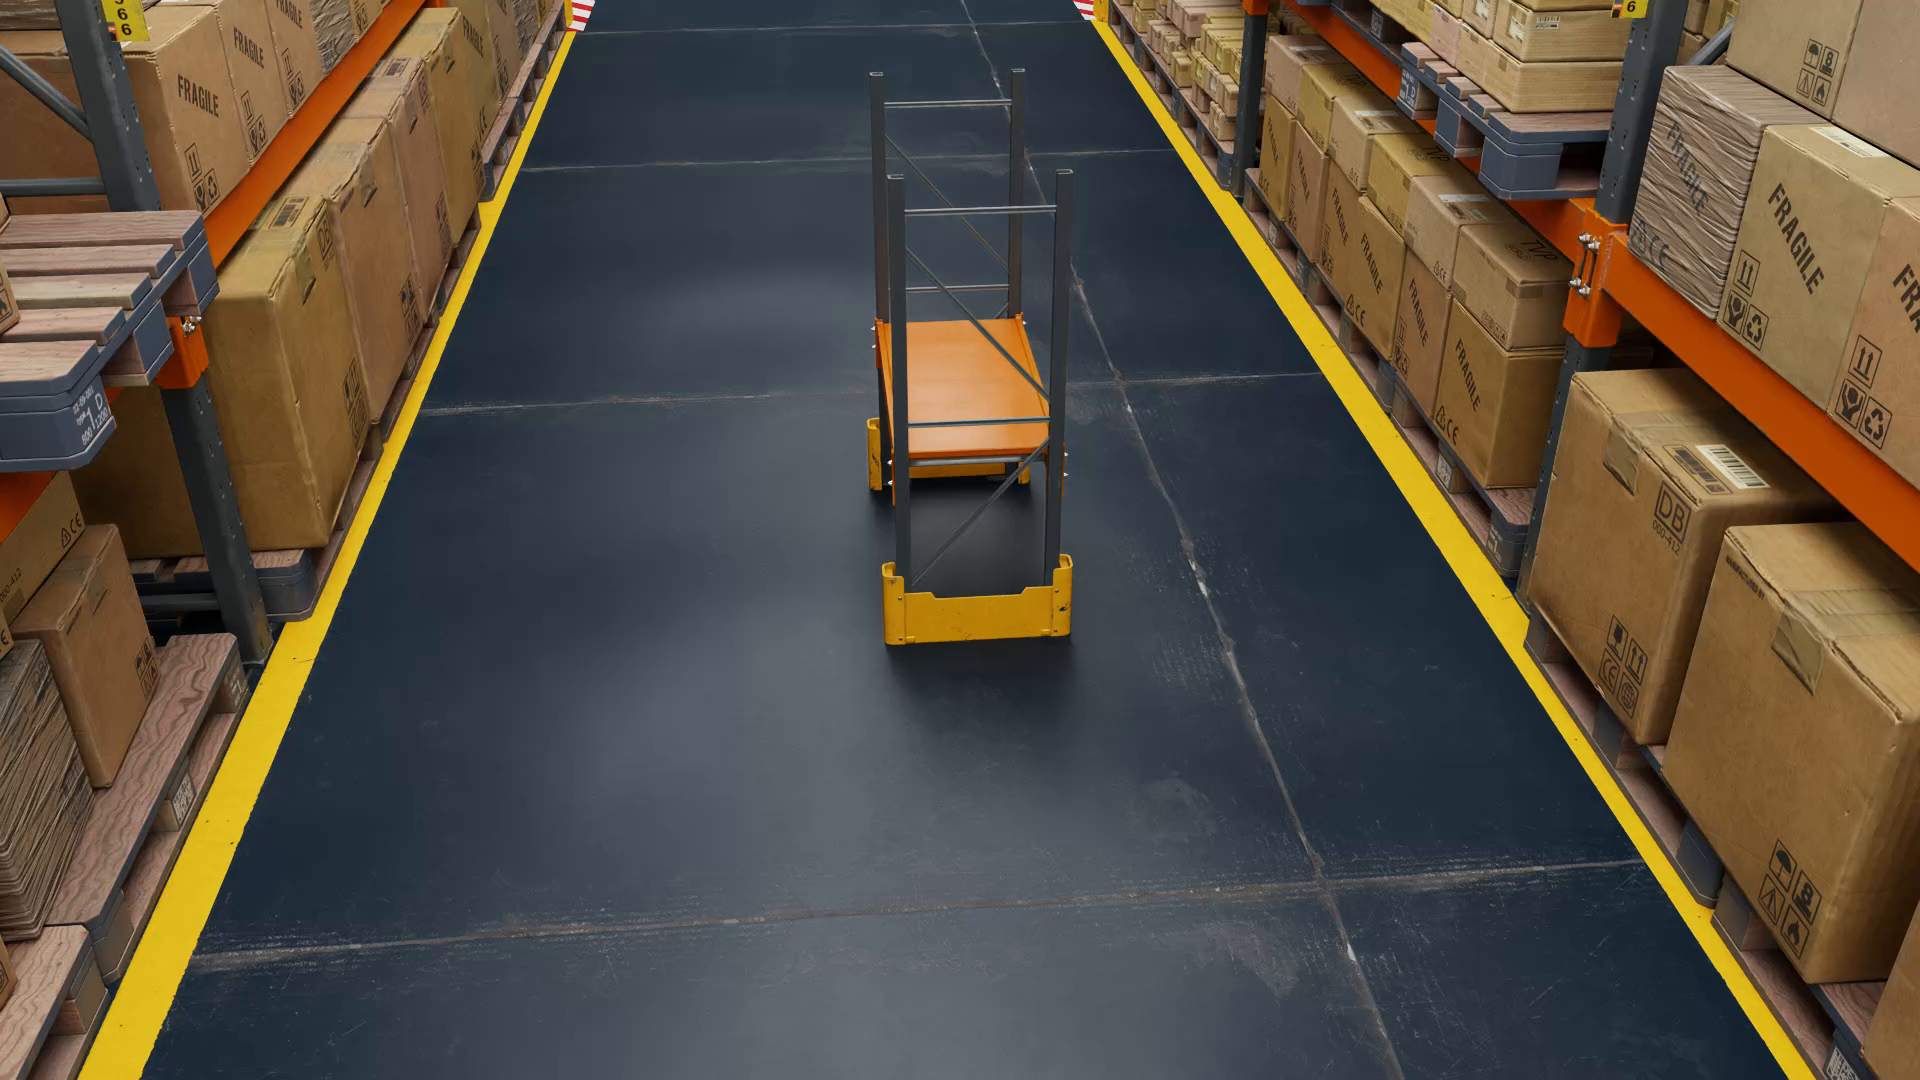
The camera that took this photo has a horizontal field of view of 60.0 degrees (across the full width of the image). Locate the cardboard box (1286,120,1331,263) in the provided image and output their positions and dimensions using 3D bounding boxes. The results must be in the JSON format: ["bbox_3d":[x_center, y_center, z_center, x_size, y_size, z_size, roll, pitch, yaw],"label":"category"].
[{"bbox_3d":[1.795,-1.581,7.499,0.500,0.500,0.500,-1,31,-2],"label":"cardboard box"}]

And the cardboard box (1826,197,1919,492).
[{"bbox_3d":[2.182,-0.375,3.355,0.500,0.500,0.500,-3,31,-5],"label":"cardboard box"}]

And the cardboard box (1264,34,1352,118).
[{"bbox_3d":[1.744,-2.173,7.759,0.500,0.250,0.500,-4,31,-7],"label":"cardboard box"}]

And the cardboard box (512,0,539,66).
[{"bbox_3d":[-3.158,-3.470,10.297,0.875,0.875,0.875,-3,31,-5],"label":"cardboard box"}]

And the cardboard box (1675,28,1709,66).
[{"bbox_3d":[2.446,-1.539,5.236,0.380,0.149,0.250,-1,31,-2],"label":"cardboard box"}]

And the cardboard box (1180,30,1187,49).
[{"bbox_3d":[1.538,-3.036,9.989,0.380,0.149,0.250,-4,31,-7],"label":"cardboard box"}]

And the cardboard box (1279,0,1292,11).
[{"bbox_3d":[2.084,-3.067,9.750,0.380,0.149,0.250,-2,31,-4],"label":"cardboard box"}]

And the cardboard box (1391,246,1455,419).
[{"bbox_3d":[1.946,-0.787,6.171,0.500,0.500,0.500,-2,31,-3],"label":"cardboard box"}]

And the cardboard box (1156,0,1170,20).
[{"bbox_3d":[1.474,-3.450,10.681,0.380,0.149,0.250,-4,31,-7],"label":"cardboard box"}]

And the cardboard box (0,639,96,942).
[{"bbox_3d":[-2.488,0.603,3.824,0.700,0.500,0.500,-5,31,-9],"label":"cardboard box"}]

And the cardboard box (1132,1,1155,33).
[{"bbox_3d":[1.346,-3.457,10.983,0.380,0.149,0.250,-2,31,-4],"label":"cardboard box"}]

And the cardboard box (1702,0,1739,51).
[{"bbox_3d":[2.467,-1.548,4.961,0.380,0.149,0.250,-1,31,-2],"label":"cardboard box"}]

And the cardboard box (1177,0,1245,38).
[{"bbox_3d":[1.489,-3.040,9.704,0.380,0.149,0.250,-4,31,-7],"label":"cardboard box"}]

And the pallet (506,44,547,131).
[{"bbox_3d":[-3.119,-2.767,10.176,1.003,0.211,1.213,-3,31,-5],"label":"pallet"}]

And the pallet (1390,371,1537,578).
[{"bbox_3d":[2.241,-0.293,6.035,1.003,0.211,1.213,-3,31,-5],"label":"pallet"}]

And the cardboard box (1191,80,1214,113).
[{"bbox_3d":[1.533,-2.542,9.452,0.380,0.149,0.250,-4,31,-6],"label":"cardboard box"}]

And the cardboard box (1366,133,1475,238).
[{"bbox_3d":[1.897,-1.374,6.423,0.500,0.250,0.500,-2,31,-3],"label":"cardboard box"}]

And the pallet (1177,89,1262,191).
[{"bbox_3d":[1.841,-2.277,9.357,1.003,0.211,1.213,-3,31,-5],"label":"pallet"}]

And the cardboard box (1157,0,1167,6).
[{"bbox_3d":[1.418,-3.433,10.362,0.380,0.149,0.250,-2,31,-4],"label":"cardboard box"}]

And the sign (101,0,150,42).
[{"bbox_3d":[-2.096,-1.399,4.115,0.100,0.325,0.005,-3,31,-5],"label":"sign"}]

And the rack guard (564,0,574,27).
[{"bbox_3d":[-3.385,-3.929,11.840,1.175,0.500,0.348,-3,31,-5],"label":"rack guard"}]

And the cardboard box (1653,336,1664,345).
[{"bbox_3d":[2.489,-0.884,5.602,0.500,0.250,0.500,-4,31,-7],"label":"cardboard box"}]

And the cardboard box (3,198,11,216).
[{"bbox_3d":[-2.928,-1.188,4.717,0.500,0.500,0.500,-2,31,-3],"label":"cardboard box"}]

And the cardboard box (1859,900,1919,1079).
[{"bbox_3d":[2.452,0.931,3.050,1.050,0.750,0.750,-3,31,-5],"label":"cardboard box"}]

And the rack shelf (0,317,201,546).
[{"bbox_3d":[-2.449,0.425,2.815,1.077,0.370,4.000,-3,31,-5],"label":"rack shelf"}]

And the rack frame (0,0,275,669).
[{"bbox_3d":[-2.635,-0.905,4.340,1.000,3.000,0.127,-3,31,-5],"label":"rack frame"}]

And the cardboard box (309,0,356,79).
[{"bbox_3d":[-2.557,-1.989,6.058,0.500,0.500,0.500,-3,31,-4],"label":"cardboard box"}]

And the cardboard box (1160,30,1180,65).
[{"bbox_3d":[1.453,-3.060,10.319,0.380,0.149,0.250,-3,31,-5],"label":"cardboard box"}]

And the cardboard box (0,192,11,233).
[{"bbox_3d":[-2.545,-0.855,3.749,0.500,0.500,0.500,-6,31,-11],"label":"cardboard box"}]

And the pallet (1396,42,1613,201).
[{"bbox_3d":[2.140,-1.368,5.302,1.213,0.211,1.003,-3,31,-5],"label":"pallet"}]

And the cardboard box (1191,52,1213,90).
[{"bbox_3d":[1.512,-2.637,9.320,0.380,0.149,0.250,-4,31,-6],"label":"cardboard box"}]

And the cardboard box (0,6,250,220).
[{"bbox_3d":[-2.410,-1.209,4.752,0.500,0.500,0.500,-2,31,-3],"label":"cardboard box"}]

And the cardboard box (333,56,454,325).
[{"bbox_3d":[-2.845,-1.434,6.887,1.225,0.875,0.875,-4,31,-6],"label":"cardboard box"}]

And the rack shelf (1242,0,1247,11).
[{"bbox_3d":[1.752,-3.846,9.965,1.077,0.370,4.000,-3,31,-5],"label":"rack shelf"}]

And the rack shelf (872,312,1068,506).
[{"bbox_3d":[0.008,-0.446,5.385,0.538,0.185,1.000,-3,31,-5],"label":"rack shelf"}]

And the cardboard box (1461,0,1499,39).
[{"bbox_3d":[1.786,-1.658,5.146,0.380,0.149,0.250,-2,31,-3],"label":"cardboard box"}]

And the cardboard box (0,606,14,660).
[{"bbox_3d":[-2.483,0.268,3.653,0.500,0.250,0.500,1,31,1],"label":"cardboard box"}]

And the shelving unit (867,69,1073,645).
[{"bbox_3d":[0.007,-0.605,5.300,0.587,1.500,1.083,-3,31,-5],"label":"shelving unit"}]

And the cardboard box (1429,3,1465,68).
[{"bbox_3d":[1.763,-1.652,5.425,0.380,0.149,0.250,-2,31,-4],"label":"cardboard box"}]

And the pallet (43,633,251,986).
[{"bbox_3d":[-2.564,0.691,4.387,1.003,0.211,1.213,-3,31,-5],"label":"pallet"}]

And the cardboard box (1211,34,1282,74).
[{"bbox_3d":[1.583,-2.643,9.040,0.380,0.149,0.250,-2,31,-4],"label":"cardboard box"}]

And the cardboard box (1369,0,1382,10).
[{"bbox_3d":[1.694,-2.049,6.090,0.380,0.149,0.250,-2,31,-3],"label":"cardboard box"}]

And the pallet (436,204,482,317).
[{"bbox_3d":[-2.862,-1.360,7.821,1.003,0.211,1.213,-3,31,-5],"label":"pallet"}]

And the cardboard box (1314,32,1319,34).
[{"bbox_3d":[2.146,-2.674,9.093,0.380,0.149,0.250,-1,31,-2],"label":"cardboard box"}]
